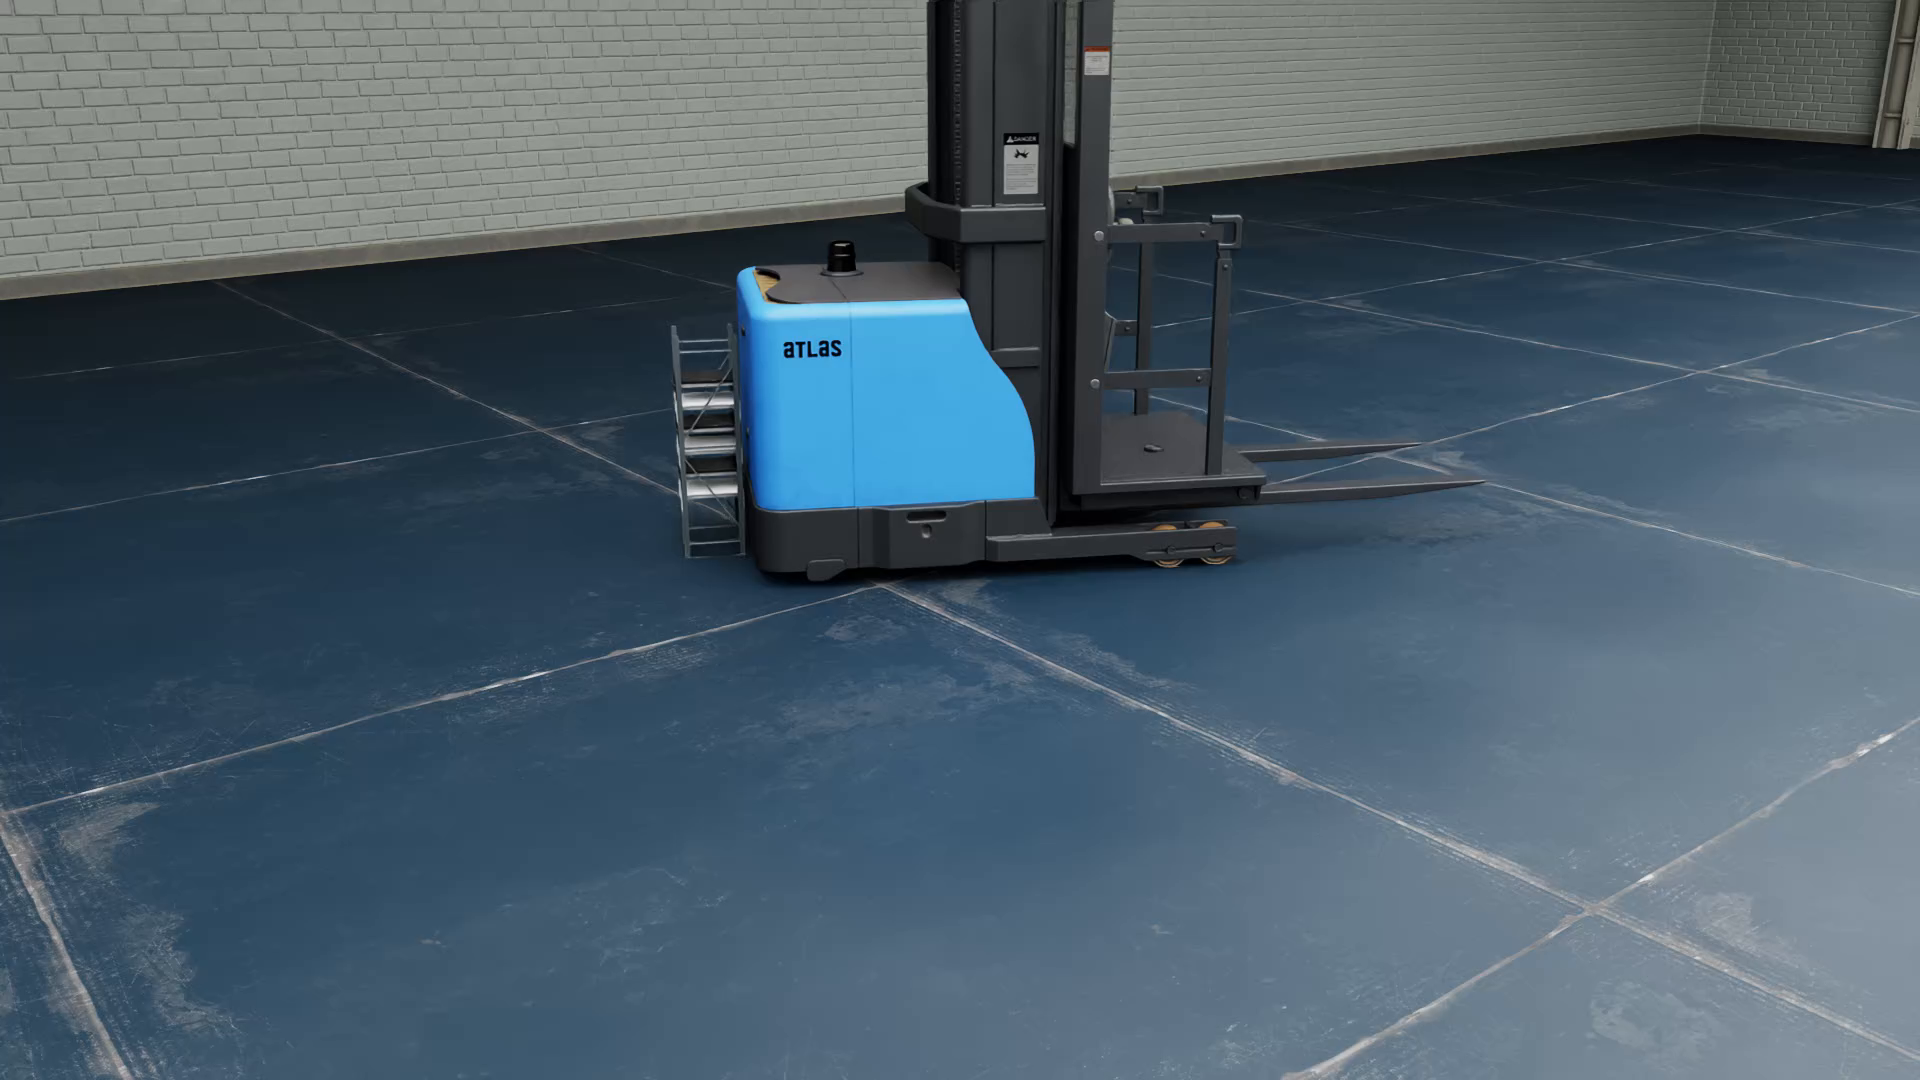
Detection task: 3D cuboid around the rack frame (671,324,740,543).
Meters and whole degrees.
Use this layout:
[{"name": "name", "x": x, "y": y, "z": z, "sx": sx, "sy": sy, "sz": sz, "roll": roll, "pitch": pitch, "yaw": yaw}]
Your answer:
[{"name": "rack frame", "x": -1.020, "y": -0.422, "z": 6.705, "sx": 0.240, "sy": 0.900, "sz": 0.006, "roll": -4, "pitch": 19, "yaw": -11}]

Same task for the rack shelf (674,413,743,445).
[{"name": "rack shelf", "x": -0.999, "y": -0.444, "z": 6.592, "sx": 0.258, "sy": 0.077, "sz": 0.200, "roll": -4, "pitch": 19, "yaw": -11}]

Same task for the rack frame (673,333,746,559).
[{"name": "rack frame", "x": -0.978, "y": -0.359, "z": 6.516, "sx": 0.240, "sy": 0.900, "sz": 0.006, "roll": -4, "pitch": 19, "yaw": -11}]

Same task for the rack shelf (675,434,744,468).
[{"name": "rack shelf", "x": -0.999, "y": -0.359, "z": 6.621, "sx": 0.258, "sy": 0.077, "sz": 0.200, "roll": -4, "pitch": 19, "yaw": -11}]

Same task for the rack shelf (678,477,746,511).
[{"name": "rack shelf", "x": -0.999, "y": -0.188, "z": 6.677, "sx": 0.258, "sy": 0.077, "sz": 0.200, "roll": -4, "pitch": 19, "yaw": -11}]

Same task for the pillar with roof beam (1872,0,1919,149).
[{"name": "pillar with roof beam", "x": 9.989, "y": -9.066, "z": 19.925, "sx": 9.100, "sy": 9.000, "sz": 0.400, "roll": -14, "pitch": 23, "yaw": -36}]

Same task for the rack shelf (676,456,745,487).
[{"name": "rack shelf", "x": -0.999, "y": -0.273, "z": 6.649, "sx": 0.258, "sy": 0.077, "sz": 0.200, "roll": -4, "pitch": 19, "yaw": -11}]

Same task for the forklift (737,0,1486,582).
[{"name": "forklift", "x": 0.637, "y": -1.442, "z": 6.554, "sx": 3.031, "sy": 2.935, "sz": 1.130, "roll": -3, "pitch": 19, "yaw": -10}]

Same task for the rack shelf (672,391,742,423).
[{"name": "rack shelf", "x": -0.999, "y": -0.530, "z": 6.564, "sx": 0.258, "sy": 0.077, "sz": 0.200, "roll": -4, "pitch": 19, "yaw": -11}]

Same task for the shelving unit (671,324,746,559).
[{"name": "shelving unit", "x": -0.999, "y": -0.391, "z": 6.610, "sx": 0.258, "sy": 0.900, "sz": 0.210, "roll": -4, "pitch": 19, "yaw": -11}]

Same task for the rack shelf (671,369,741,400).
[{"name": "rack shelf", "x": -0.999, "y": -0.615, "z": 6.536, "sx": 0.258, "sy": 0.077, "sz": 0.200, "roll": -4, "pitch": 19, "yaw": -11}]
